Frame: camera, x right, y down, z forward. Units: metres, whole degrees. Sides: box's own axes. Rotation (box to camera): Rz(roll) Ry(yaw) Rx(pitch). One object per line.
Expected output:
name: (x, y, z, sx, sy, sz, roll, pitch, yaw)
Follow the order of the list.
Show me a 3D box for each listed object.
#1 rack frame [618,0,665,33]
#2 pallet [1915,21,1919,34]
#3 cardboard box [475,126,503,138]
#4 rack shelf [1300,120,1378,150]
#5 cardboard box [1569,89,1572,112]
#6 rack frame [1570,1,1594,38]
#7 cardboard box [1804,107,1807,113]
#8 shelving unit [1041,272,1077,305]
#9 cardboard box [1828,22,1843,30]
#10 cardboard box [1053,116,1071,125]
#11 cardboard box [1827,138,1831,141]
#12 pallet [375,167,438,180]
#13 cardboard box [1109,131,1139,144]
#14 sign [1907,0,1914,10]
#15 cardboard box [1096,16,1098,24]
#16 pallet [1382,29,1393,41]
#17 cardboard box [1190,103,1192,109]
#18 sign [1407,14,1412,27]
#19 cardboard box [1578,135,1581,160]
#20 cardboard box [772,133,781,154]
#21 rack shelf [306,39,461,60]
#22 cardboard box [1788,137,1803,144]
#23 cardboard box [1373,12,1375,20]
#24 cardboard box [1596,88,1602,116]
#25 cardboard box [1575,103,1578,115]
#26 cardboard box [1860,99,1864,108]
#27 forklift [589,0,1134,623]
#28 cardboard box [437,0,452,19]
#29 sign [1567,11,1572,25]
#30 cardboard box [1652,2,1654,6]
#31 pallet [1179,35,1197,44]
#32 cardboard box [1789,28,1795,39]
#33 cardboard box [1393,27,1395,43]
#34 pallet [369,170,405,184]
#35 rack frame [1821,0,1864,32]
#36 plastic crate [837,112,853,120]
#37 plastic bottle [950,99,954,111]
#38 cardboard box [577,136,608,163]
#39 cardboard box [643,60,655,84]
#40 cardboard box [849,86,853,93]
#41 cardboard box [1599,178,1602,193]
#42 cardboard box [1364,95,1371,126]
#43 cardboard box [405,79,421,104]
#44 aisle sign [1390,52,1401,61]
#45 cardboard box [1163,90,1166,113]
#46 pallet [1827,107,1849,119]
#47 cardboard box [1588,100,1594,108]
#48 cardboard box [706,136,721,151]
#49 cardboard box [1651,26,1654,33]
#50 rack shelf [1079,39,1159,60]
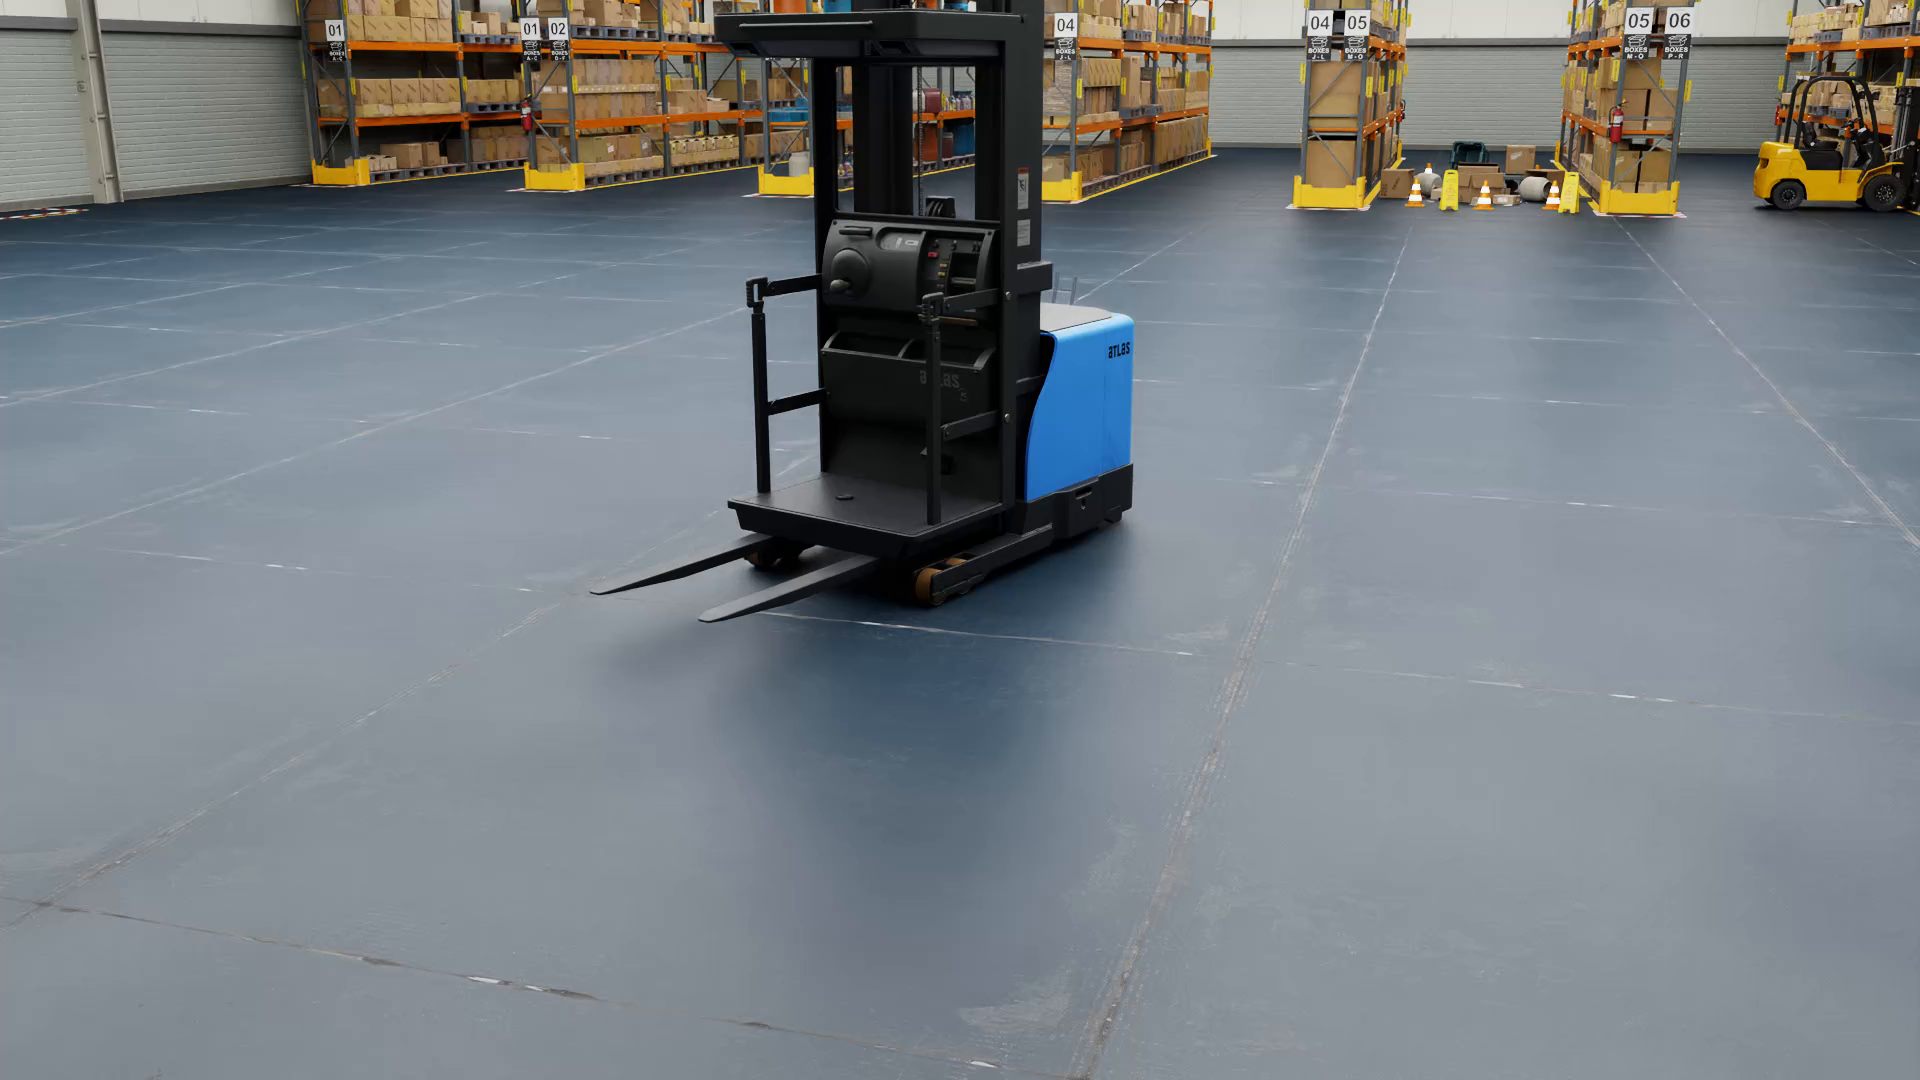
rack frame: (-6.786, -12.264, 35.076, 1.000, 3.000, 0.127, 5, 16, 16)
pallet: (16.754, -8.631, 27.929, 1.003, 0.211, 1.213, 5, 16, 16)
cardboard box: (-11.077, -9.576, 38.996, 0.500, 0.250, 0.500, 4, 16, 14)
rack shelf: (6.869, -7.328, 29.987, 1.077, 0.370, 4.000, 5, 16, 16)
cardboard box: (14.513, -10.257, 38.812, 0.500, 0.500, 0.500, 4, 16, 15)
rack frame: (15.622, -13.866, 40.723, 1.000, 3.000, 0.127, 5, 16, 16)
cardboard box: (19.198, -9.671, 37.389, 0.380, 0.149, 0.250, 5, 17, 17)
shelving unit: (0.412, -0.880, 9.208, 0.258, 1.200, 0.189, 11, 6, 35)
cardboard box: (18.491, -10.807, 34.943, 0.380, 0.149, 0.250, 4, 16, 15)
cardboard box: (1.883, -7.497, 29.725, 0.380, 0.149, 0.250, 5, 16, 16)
cardboard box: (18.577, -8.441, 35.214, 0.380, 0.149, 0.250, 5, 17, 18)
pallet: (-12.039, -7.921, 35.868, 1.003, 0.211, 1.213, 5, 16, 16)
cardboard box: (3.545, -8.708, 35.933, 0.500, 0.250, 0.500, 7, 17, 22)
sign: (16.449, -9.339, 28.736, 0.100, 0.325, 0.005, 5, 16, 16)
cardboard box: (2.364, -9.655, 30.919, 0.380, 0.149, 0.250, 4, 16, 14)
pallet: (8.127, -10.131, 33.399, 1.003, 0.211, 1.213, 5, 17, 18)
cardboard box: (5.536, -10.770, 41.263, 0.380, 0.149, 0.250, 5, 17, 18)
sign: (11.374, -13.158, 42.102, 0.100, 0.325, 0.005, 5, 16, 16)
cardboard box: (14.137, -8.708, 36.656, 0.875, 0.875, 0.875, 5, 17, 17)
cardboard box: (-4.812, -9.935, 41.635, 0.500, 0.500, 0.500, 4, 16, 14)
rack shelf: (-12.105, -10.335, 35.089, 1.077, 0.370, 4.000, 5, 16, 16)
cardboard box: (19.837, -9.222, 39.156, 0.700, 0.500, 0.500, 5, 17, 18)
cardboard box: (6.849, -8.920, 28.293, 0.380, 0.149, 0.250, 5, 16, 16)
cardboard box: (11.820, -7.938, 30.089, 0.500, 0.500, 0.500, 5, 16, 16)
cardboard box: (13.650, -9.368, 36.134, 0.500, 0.250, 0.500, 4, 16, 15)
cardboard box: (17.605, -8.443, 31.957, 0.500, 0.250, 0.500, 5, 17, 18)
forklift: (-0.364, -1.270, 7.436, 1.130, 2.935, 3.031, 11, 19, 34)
cardboard box: (-11.419, -11.591, 36.147, 0.500, 0.500, 0.500, 3, 16, 11)
sign: (15.092, -12.926, 41.160, 0.100, 0.325, 0.005, 5, 16, 16)
cardboard box: (11.834, -8.972, 27.967, 0.380, 0.149, 0.250, 5, 17, 17)
pallet: (5.226, -12.315, 40.916, 1.003, 0.211, 1.213, 5, 16, 16)
cardboard box: (19.994, -12.015, 39.424, 0.500, 0.250, 0.500, 4, 16, 15)
cardboard box: (9.127, -10.995, 35.917, 0.500, 0.500, 0.500, 5, 16, 16)
pallet: (-12.387, -7.603, 34.746, 1.003, 0.211, 1.213, 5, 16, 16)
rack frame: (19.245, -12.435, 35.680, 1.000, 3.000, 0.127, 5, 16, 16)
plastic crate: (-2.257, -8.421, 33.006, 0.530, 0.136, 0.437, 5, 16, 16)
plastic bottle: (-0.190, -10.284, 39.304, 0.061, 0.283, 0.133, 5, 16, 16)
cardboard box: (-7.417, -7.825, 33.316, 0.500, 0.500, 0.500, 5, 16, 16)
cardboard box: (-6.906, -9.933, 35.293, 0.700, 0.500, 0.500, 5, 17, 16)
cardboard box: (-3.242, -12.427, 46.462, 0.500, 0.500, 0.500, 5, 17, 18)
cardboard box: (11.202, -6.040, 28.396, 0.500, 0.250, 0.500, 5, 16, 16)
cardboard box: (6.777, -7.606, 29.373, 0.875, 0.550, 0.550, 5, 16, 16)
cardboard box: (-11.812, -9.513, 35.237, 0.500, 0.500, 0.500, 5, 17, 18)
aisle sign: (11.156, -12.583, 42.432, 0.394, 0.787, 0.004, 5, 16, 16)
cardboard box: (4.391, -9.944, 37.709, 0.500, 0.500, 0.500, 4, 16, 14)
pallet: (18.234, -8.593, 33.480, 1.213, 0.211, 1.003, 5, 16, 16)
cardboard box: (12.745, -8.687, 33.151, 0.380, 0.149, 0.250, 5, 17, 16)
cardboard box: (-5.850, -9.149, 38.329, 0.500, 0.311, 0.500, 5, 16, 16)
cardboard box: (11.696, -8.456, 27.609, 0.380, 0.149, 0.250, 4, 16, 14)
rack shelf: (3.279, -10.229, 34.716, 1.077, 0.370, 4.000, 5, 16, 16)
